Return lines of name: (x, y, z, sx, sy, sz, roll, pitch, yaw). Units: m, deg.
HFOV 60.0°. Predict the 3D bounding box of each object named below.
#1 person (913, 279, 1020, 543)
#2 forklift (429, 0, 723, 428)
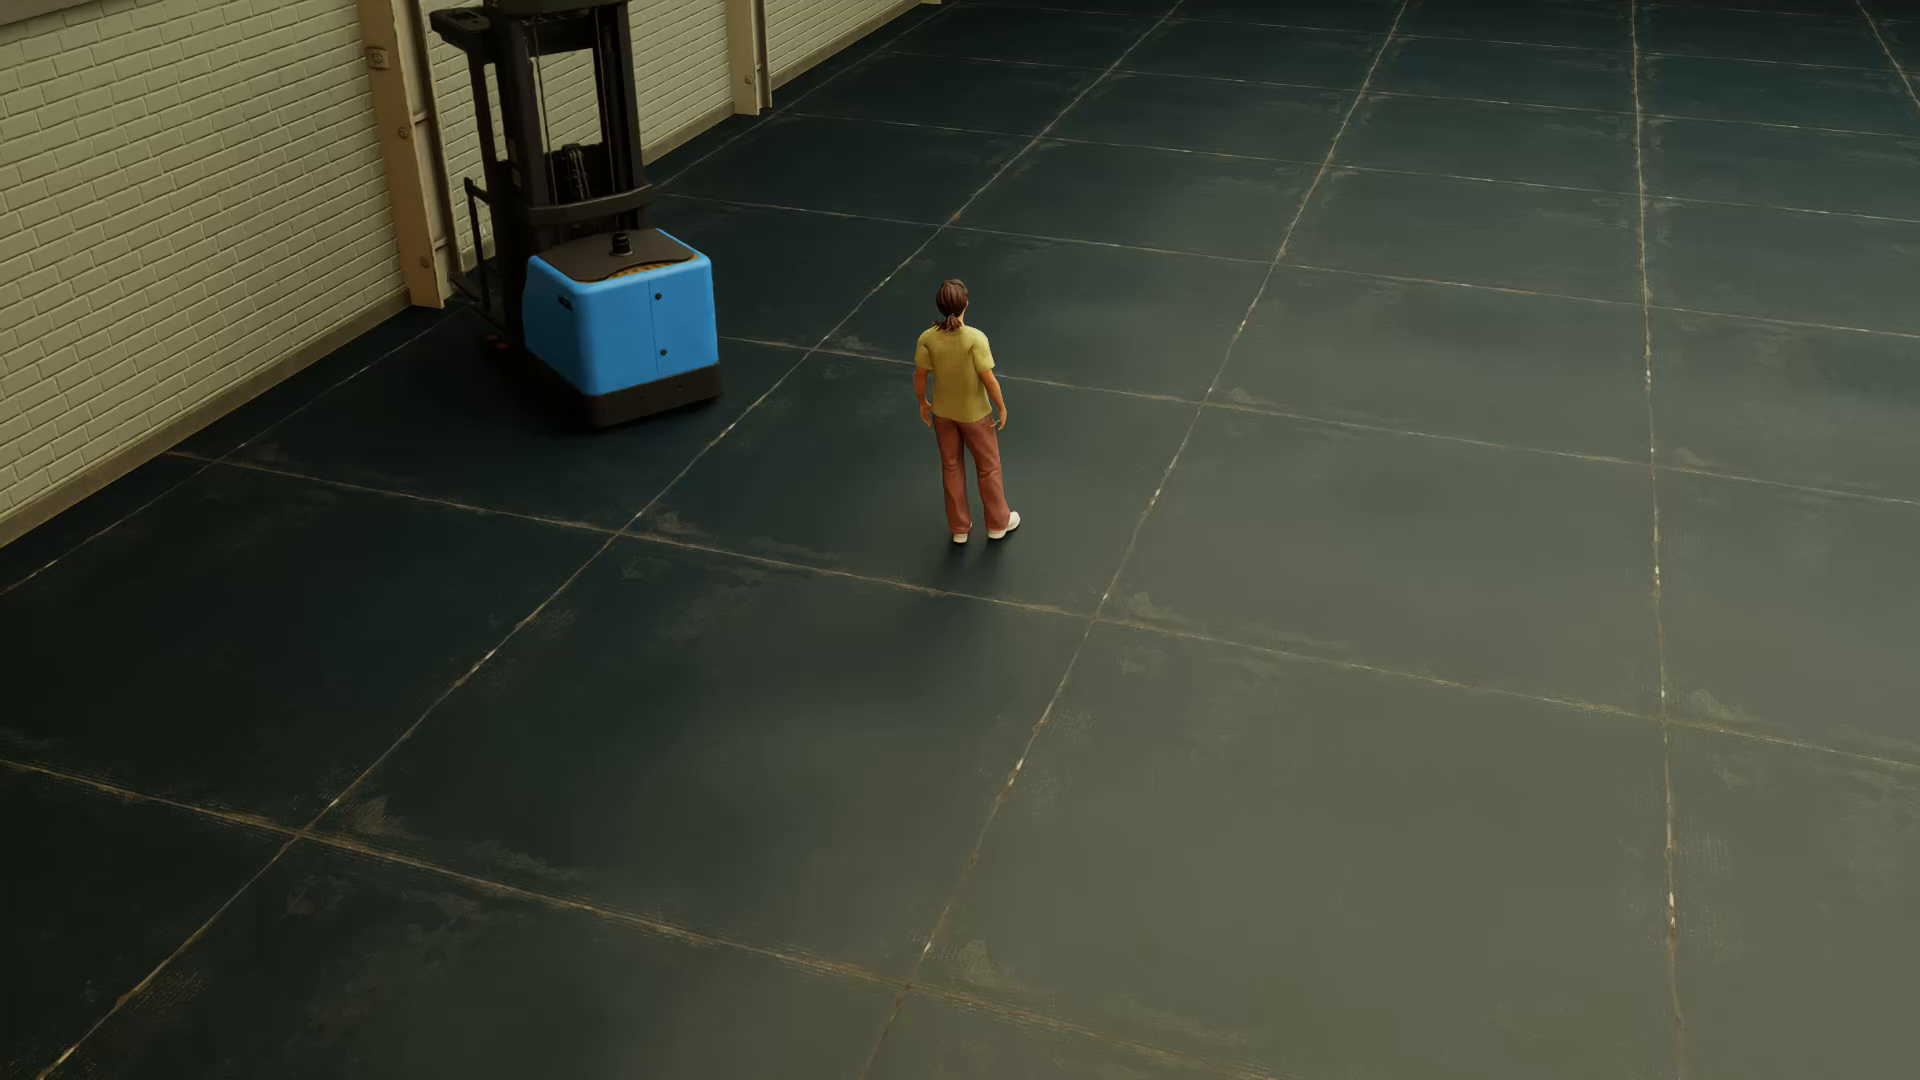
person: (0.035, -0.762, 9.738, 0.553, 1.661, 0.548, 10, 31, 16)
forklift: (-2.955, -2.706, 11.884, 1.130, 2.935, 3.031, -20, 35, -31)
